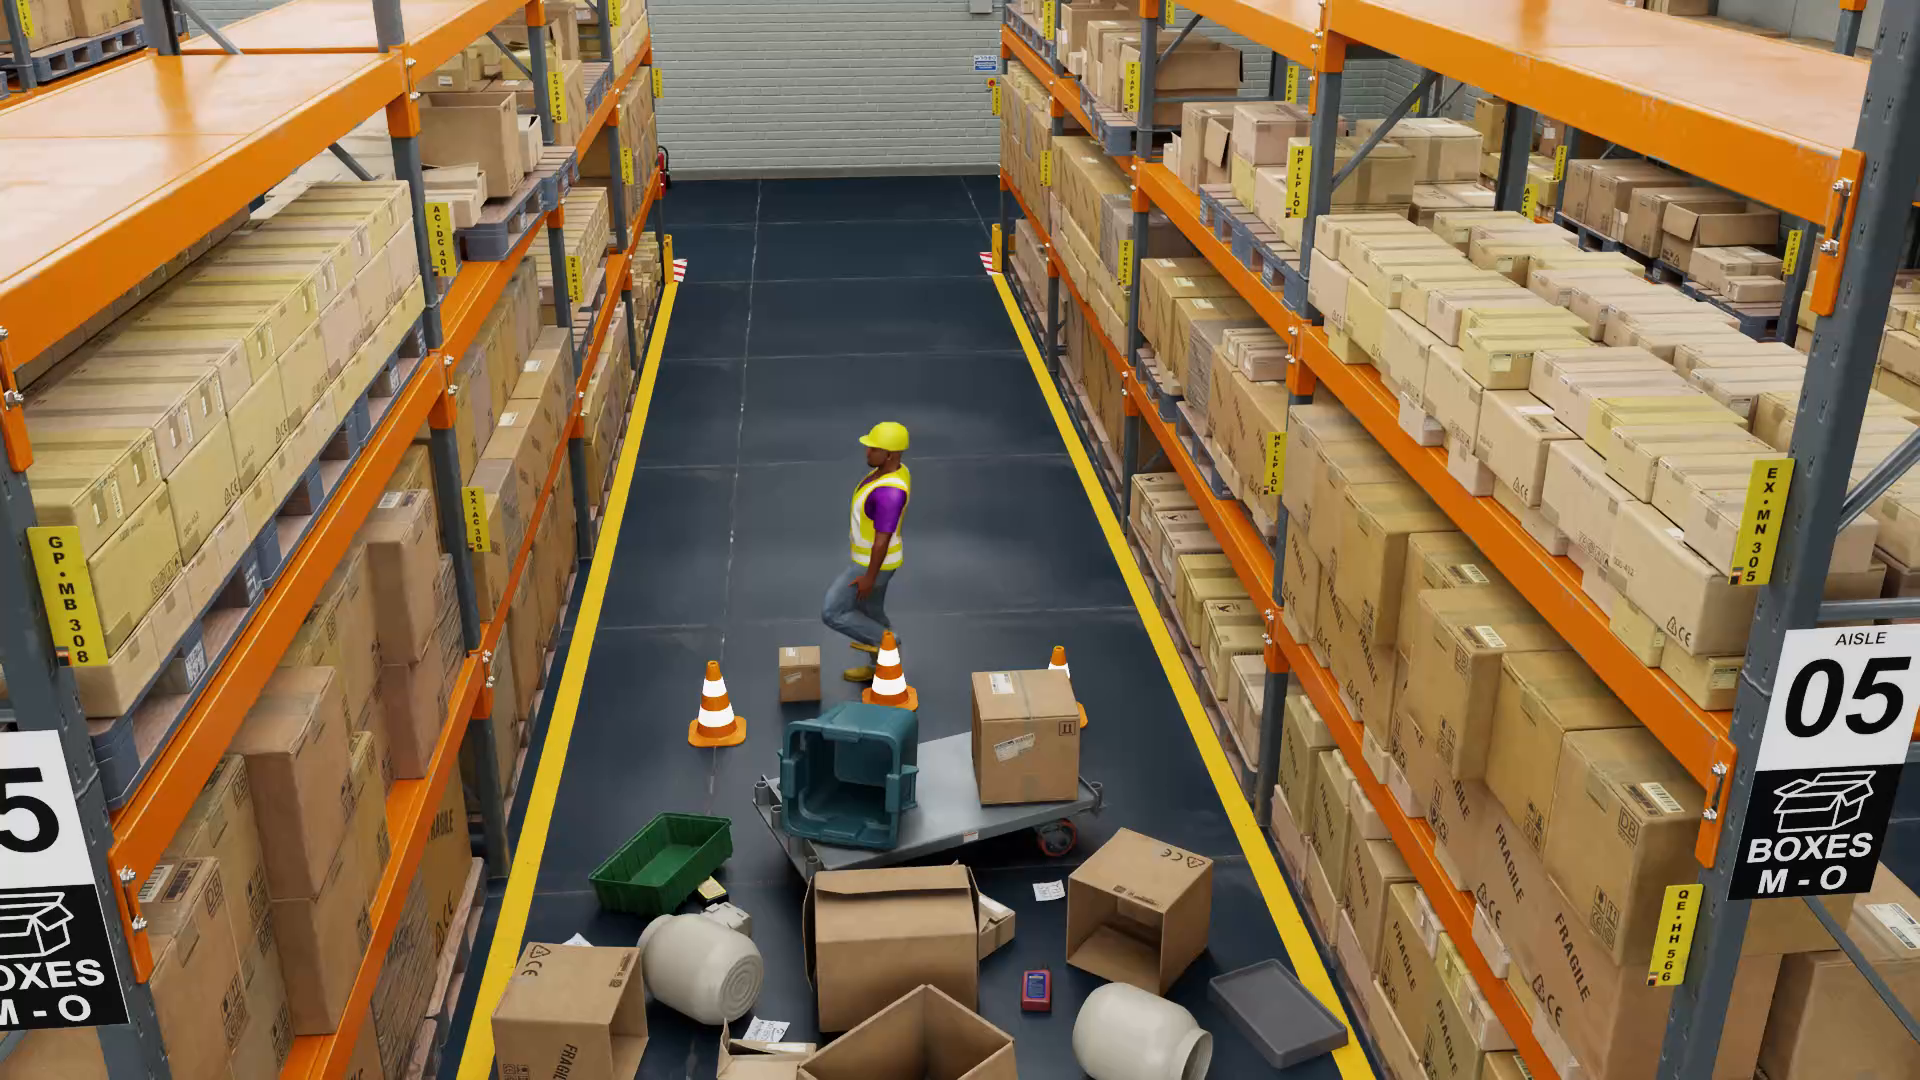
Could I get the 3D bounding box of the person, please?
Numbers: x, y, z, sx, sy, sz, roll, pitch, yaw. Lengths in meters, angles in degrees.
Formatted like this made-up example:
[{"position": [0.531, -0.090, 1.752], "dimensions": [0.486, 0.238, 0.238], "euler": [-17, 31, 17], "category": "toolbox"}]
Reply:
[{"position": [-0.566, 0.129, 10.013], "dimensions": [0.556, 1.758, 0.570], "euler": [-2, 24, -4], "category": "person"}]
